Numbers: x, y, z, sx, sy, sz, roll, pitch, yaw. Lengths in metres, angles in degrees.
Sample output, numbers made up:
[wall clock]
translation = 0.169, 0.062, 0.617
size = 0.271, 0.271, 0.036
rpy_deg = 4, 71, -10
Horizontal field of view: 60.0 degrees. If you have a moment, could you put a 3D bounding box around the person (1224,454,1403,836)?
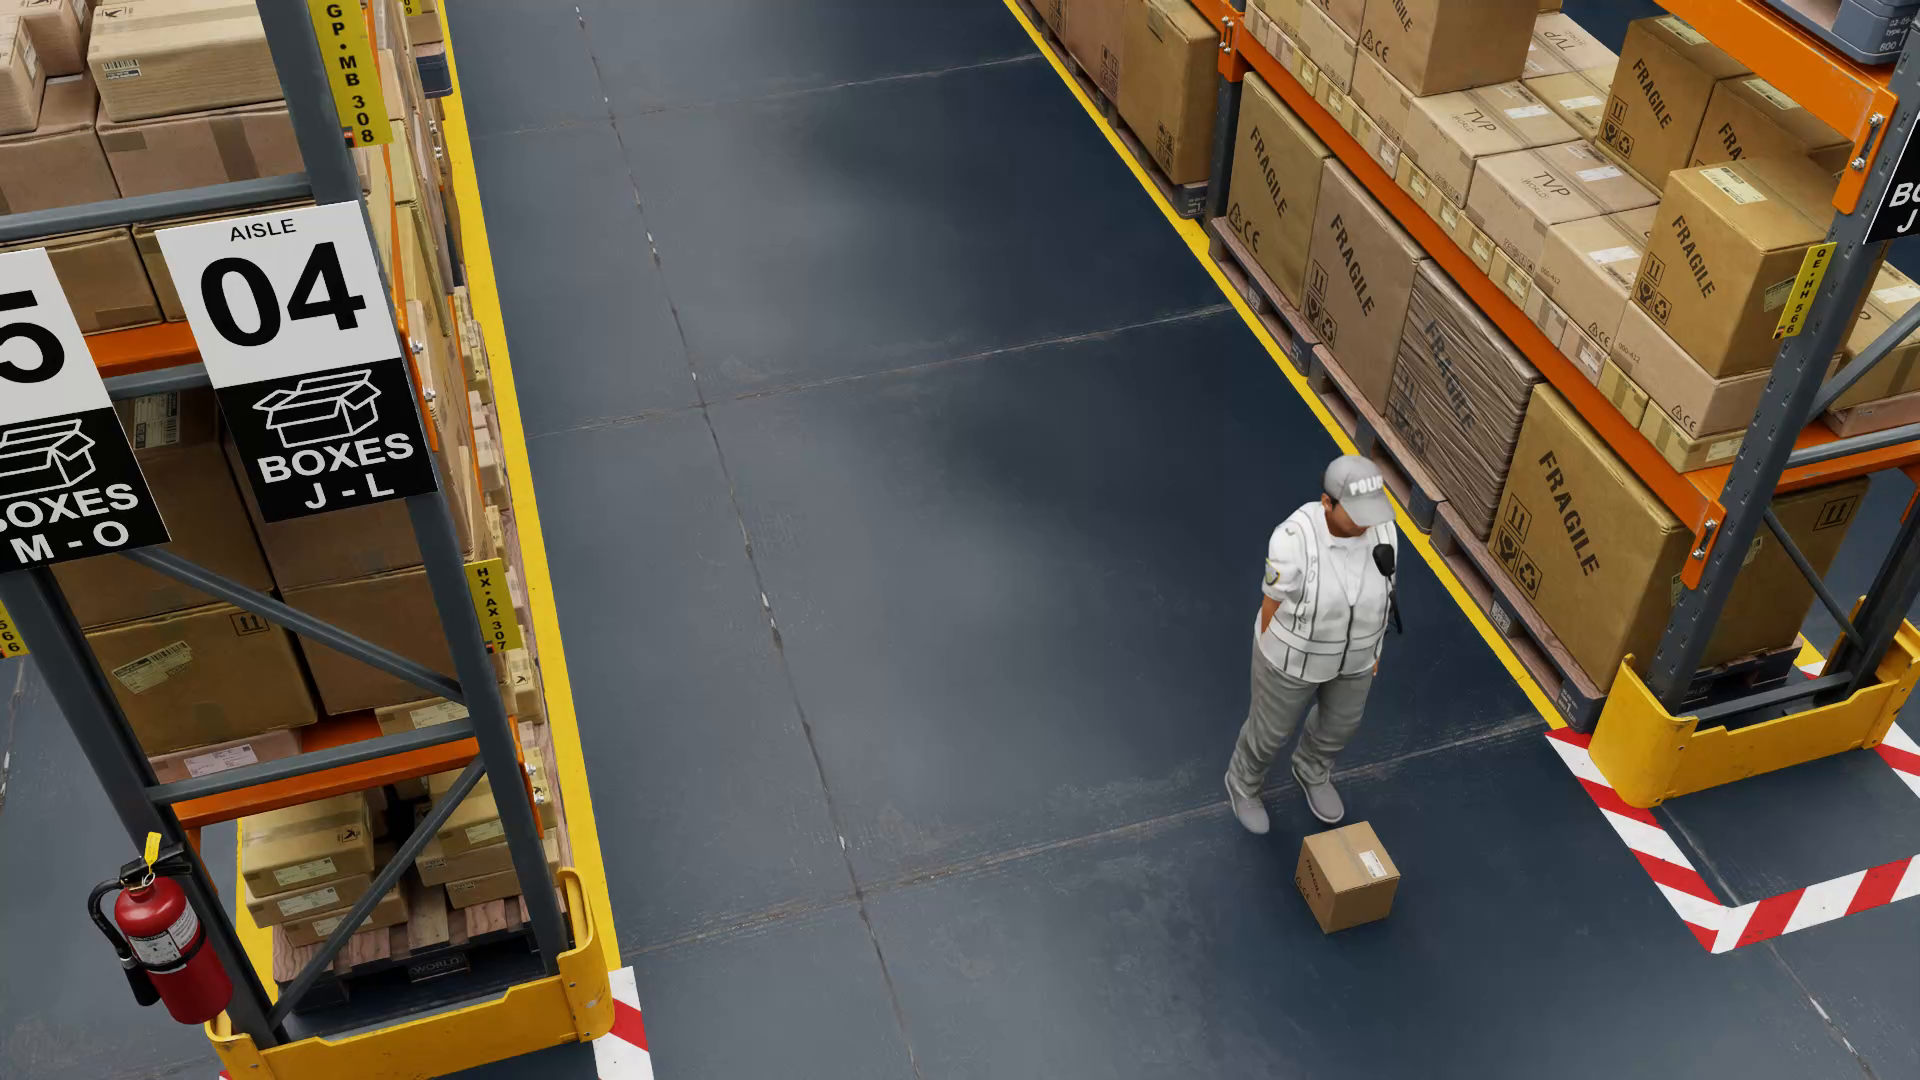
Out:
[person]
translation = 1.249, 0.388, 5.758
size = 0.468, 1.684, 0.390
rpy_deg = -11, 44, -12
